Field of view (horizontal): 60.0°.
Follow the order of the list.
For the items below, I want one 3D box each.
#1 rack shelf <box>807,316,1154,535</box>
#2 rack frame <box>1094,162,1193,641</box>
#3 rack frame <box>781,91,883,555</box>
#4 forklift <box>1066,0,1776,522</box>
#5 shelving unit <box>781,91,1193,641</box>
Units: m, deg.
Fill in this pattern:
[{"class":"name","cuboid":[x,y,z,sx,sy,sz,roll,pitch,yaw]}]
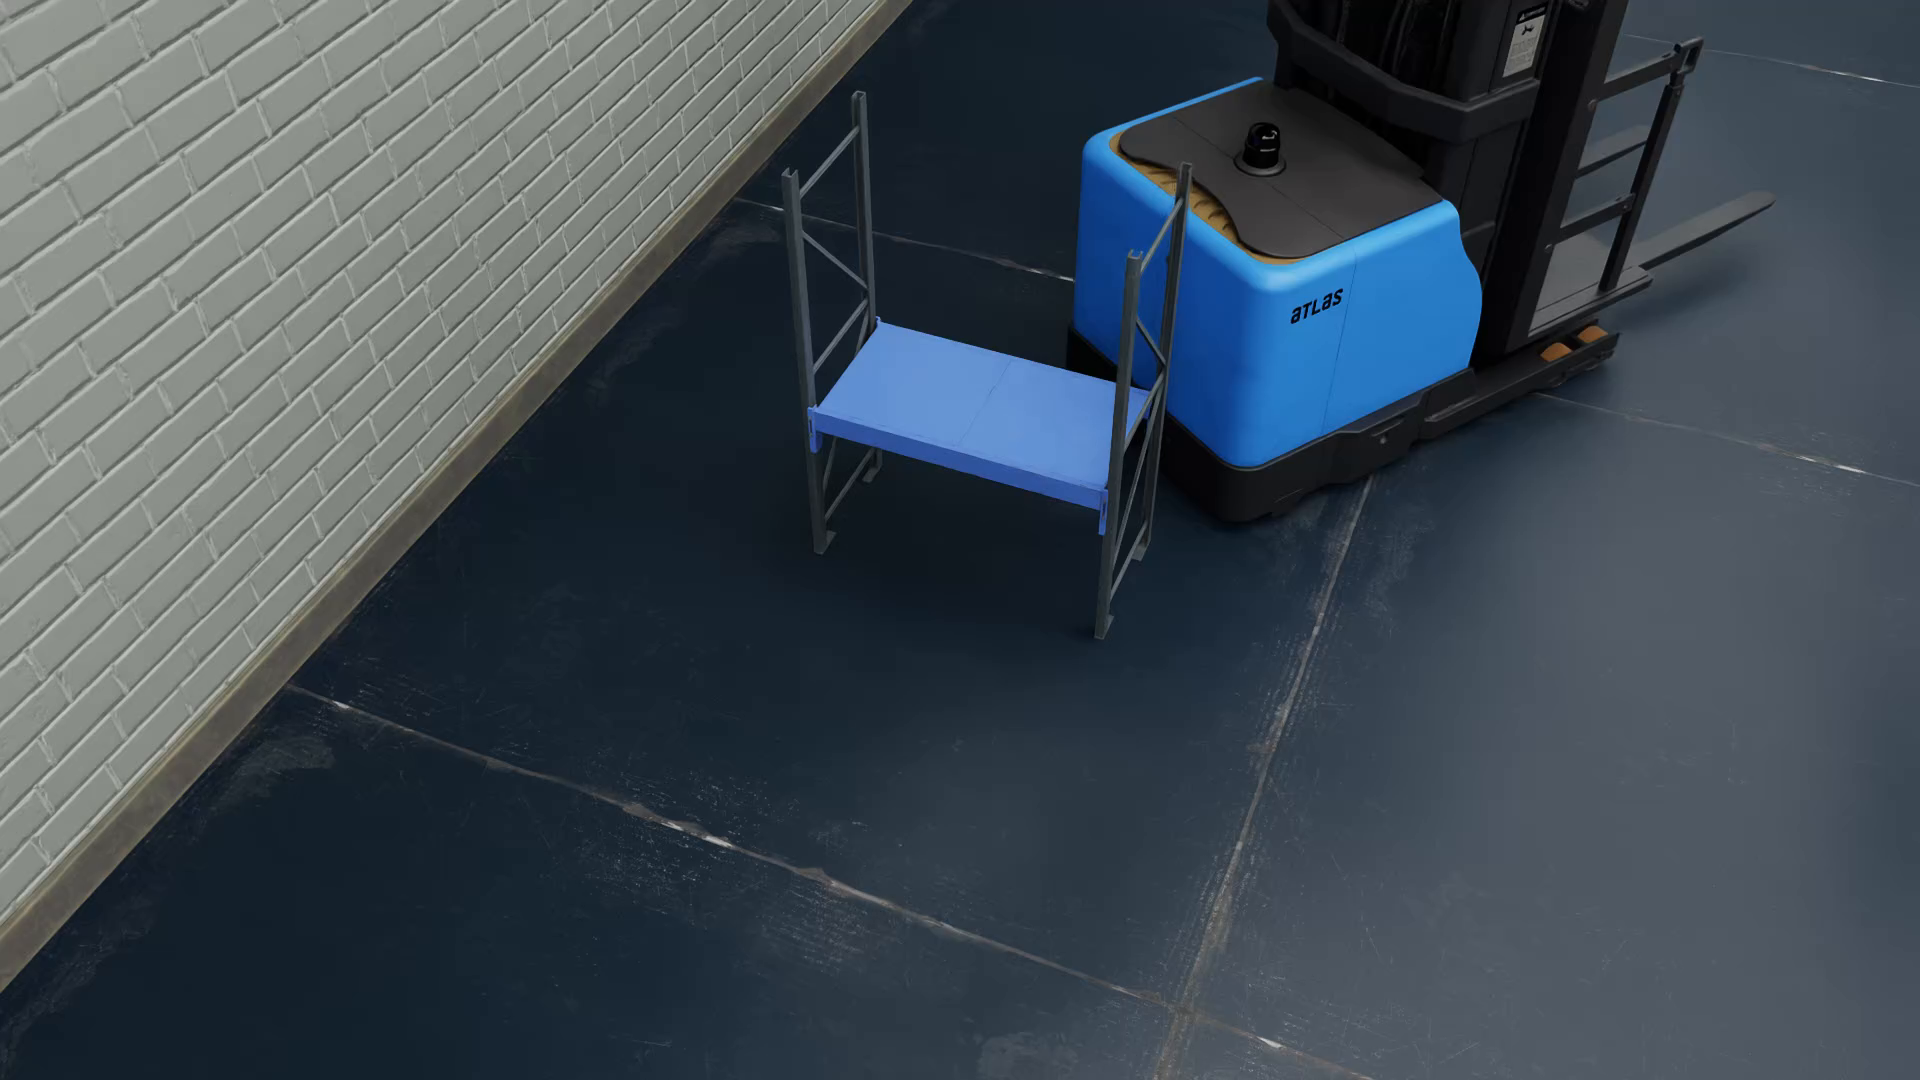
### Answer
[{"class":"rack shelf","cuboid":[0.079,-0.381,5.325,1.000,0.185,0.538,16,47,16]},{"class":"rack frame","cuboid":[0.548,-0.370,5.059,0.032,1.500,0.500,16,47,16]},{"class":"rack frame","cuboid":[-0.390,-0.647,5.336,0.032,1.500,0.500,16,47,16]},{"class":"forklift","cuboid":[1.915,-1.911,5.592,3.031,2.935,1.130,-24,50,-23]},{"class":"shelving unit","cuboid":[0.079,-0.509,5.198,1.048,1.500,0.538,16,47,16]}]
